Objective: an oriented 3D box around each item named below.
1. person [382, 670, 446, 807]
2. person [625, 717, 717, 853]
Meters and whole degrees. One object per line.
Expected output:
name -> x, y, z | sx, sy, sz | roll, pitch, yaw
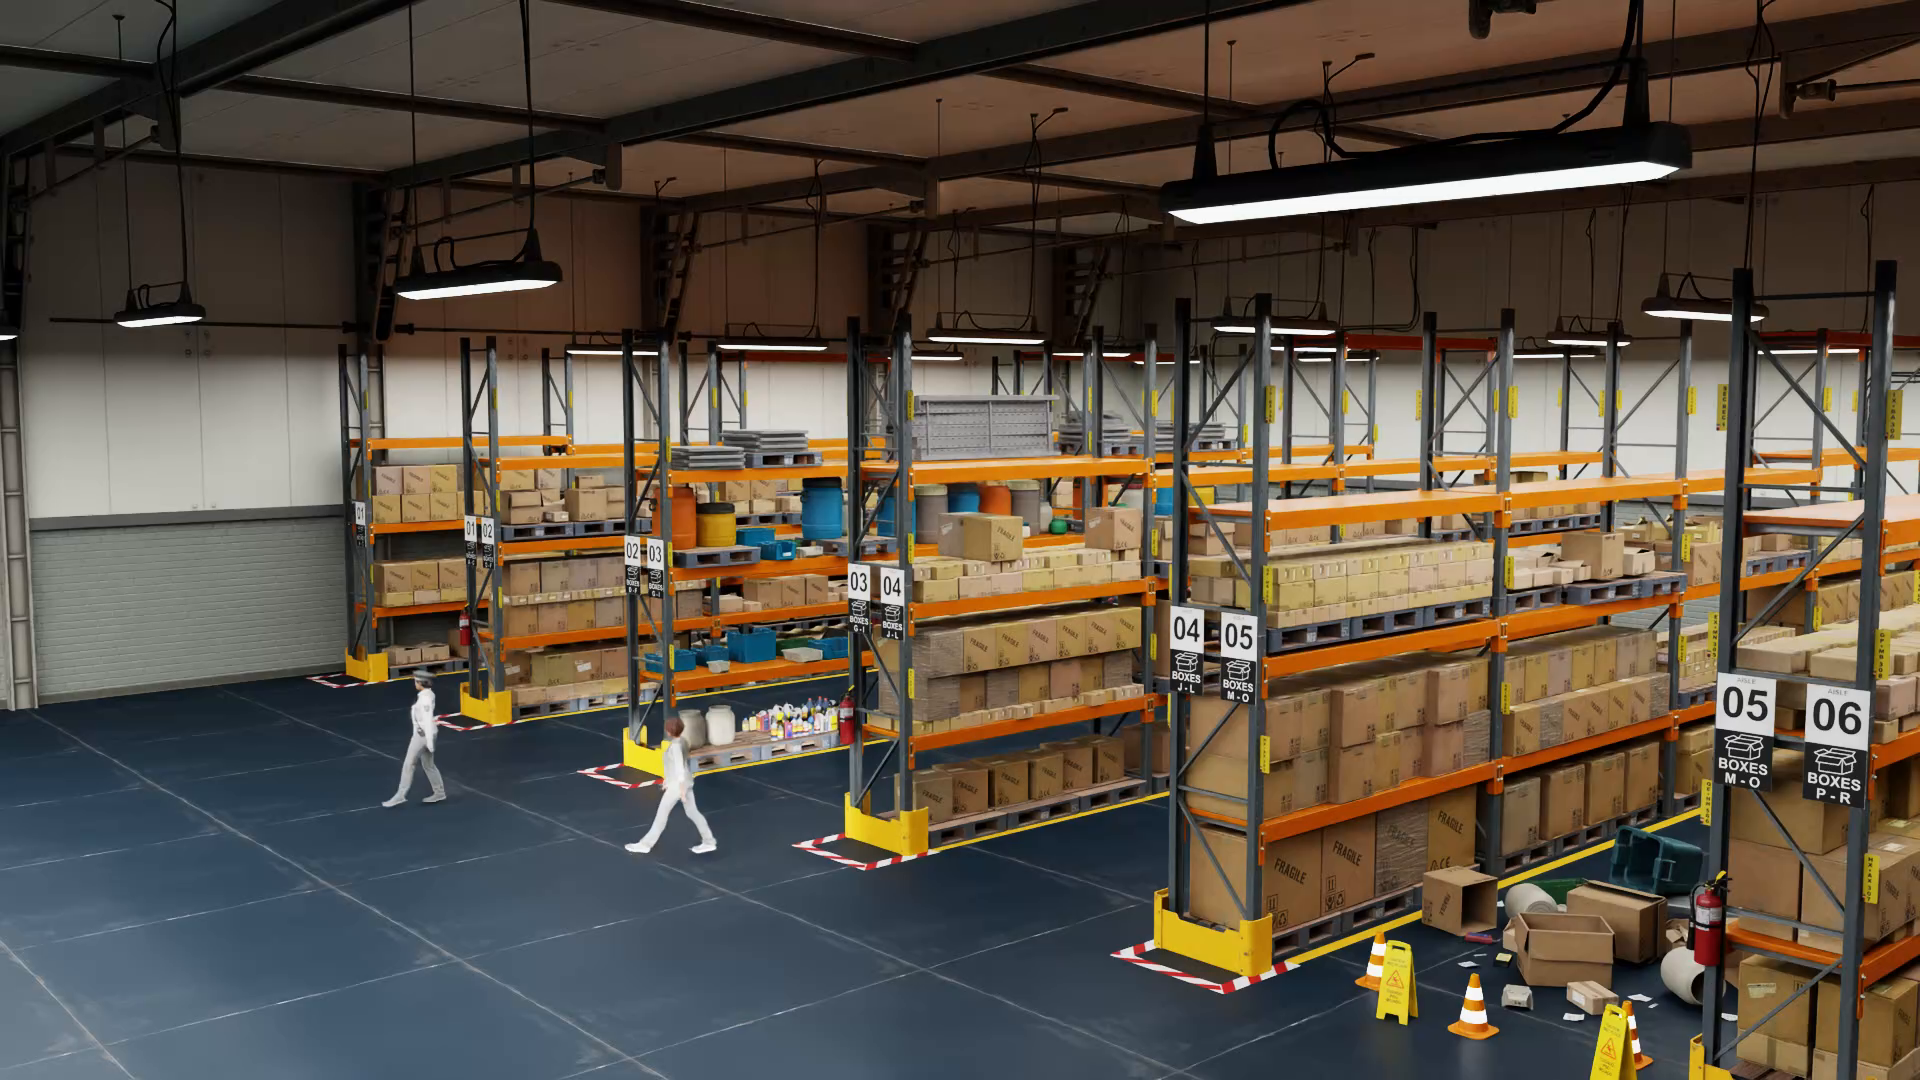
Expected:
person -> -6.832, 2.475, 20.808 | 0.710, 1.665, 0.601 | -1, 5, -8
person -> -3.208, 2.724, 18.498 | 0.979, 1.540, 0.442 | 1, 5, 8
